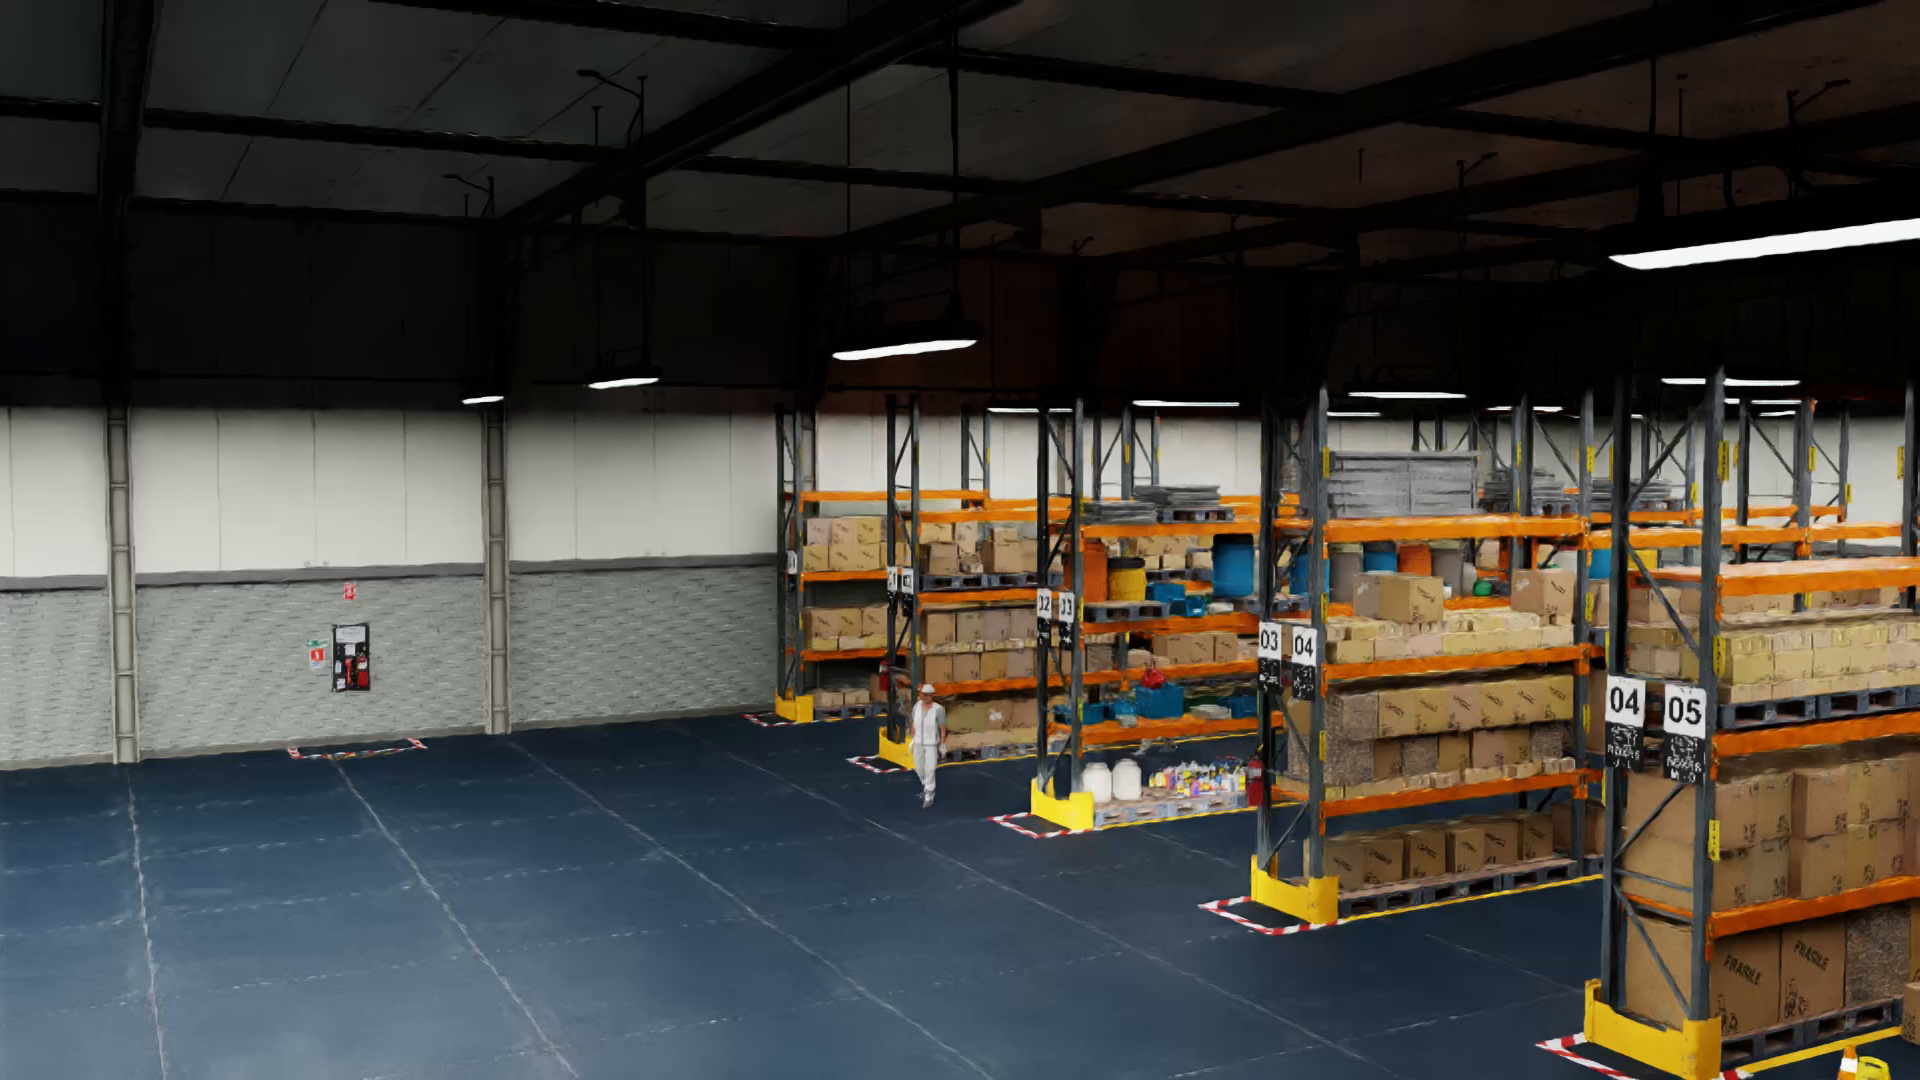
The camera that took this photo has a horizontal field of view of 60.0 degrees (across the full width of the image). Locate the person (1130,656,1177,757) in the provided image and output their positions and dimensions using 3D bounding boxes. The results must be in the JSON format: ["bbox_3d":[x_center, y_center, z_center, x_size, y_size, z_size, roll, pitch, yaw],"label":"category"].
[{"bbox_3d":[3.195,2.751,27.699,1.116,1.640,0.547,-2,4,-29],"label":"person"}]

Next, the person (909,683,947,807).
[{"bbox_3d":[-0.443,2.926,23.942,0.583,1.776,0.574,2,4,27],"label":"person"}]
